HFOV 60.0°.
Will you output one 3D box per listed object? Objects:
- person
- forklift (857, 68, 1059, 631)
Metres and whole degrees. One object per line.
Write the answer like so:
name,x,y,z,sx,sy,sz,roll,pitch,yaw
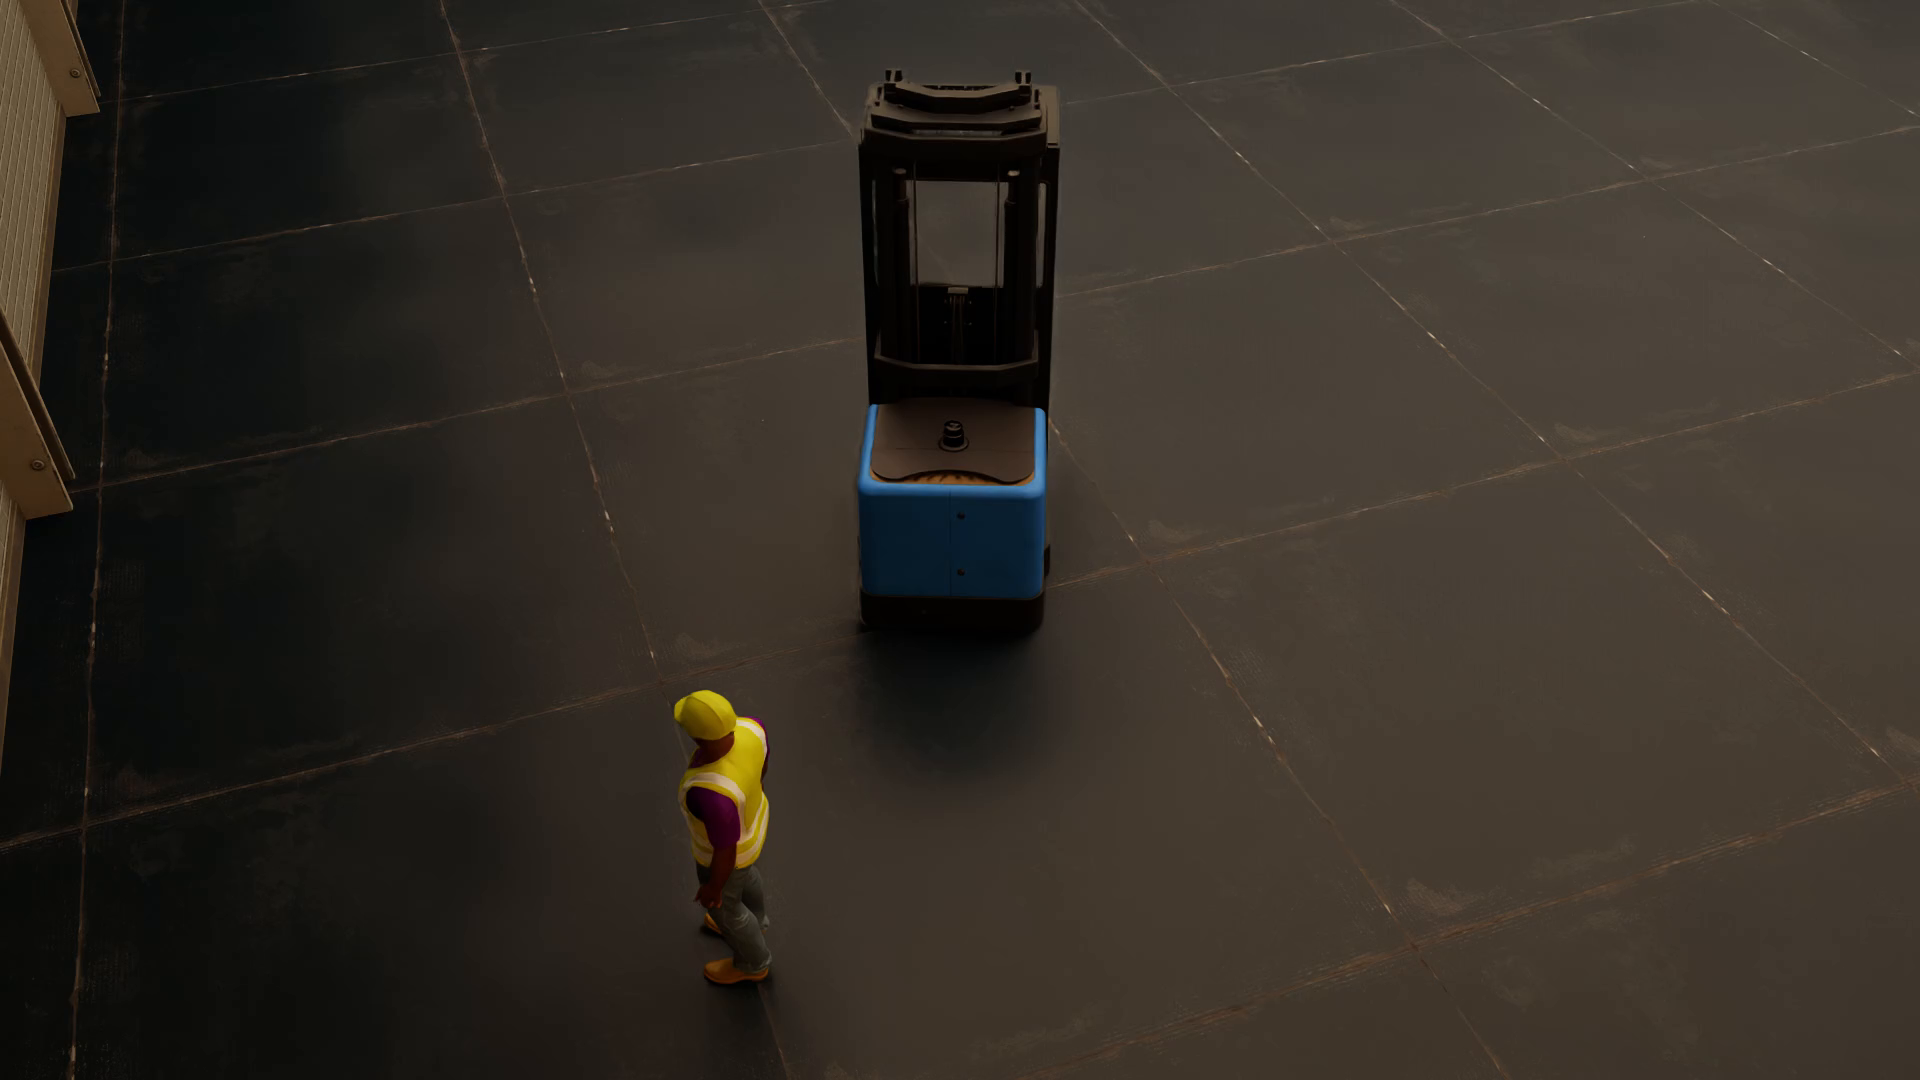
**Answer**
person,-1.055,1.295,7.363,0.419,1.768,0.687,6,40,7
forklift,0.004,-1.528,9.816,1.130,2.935,3.031,1,40,2
